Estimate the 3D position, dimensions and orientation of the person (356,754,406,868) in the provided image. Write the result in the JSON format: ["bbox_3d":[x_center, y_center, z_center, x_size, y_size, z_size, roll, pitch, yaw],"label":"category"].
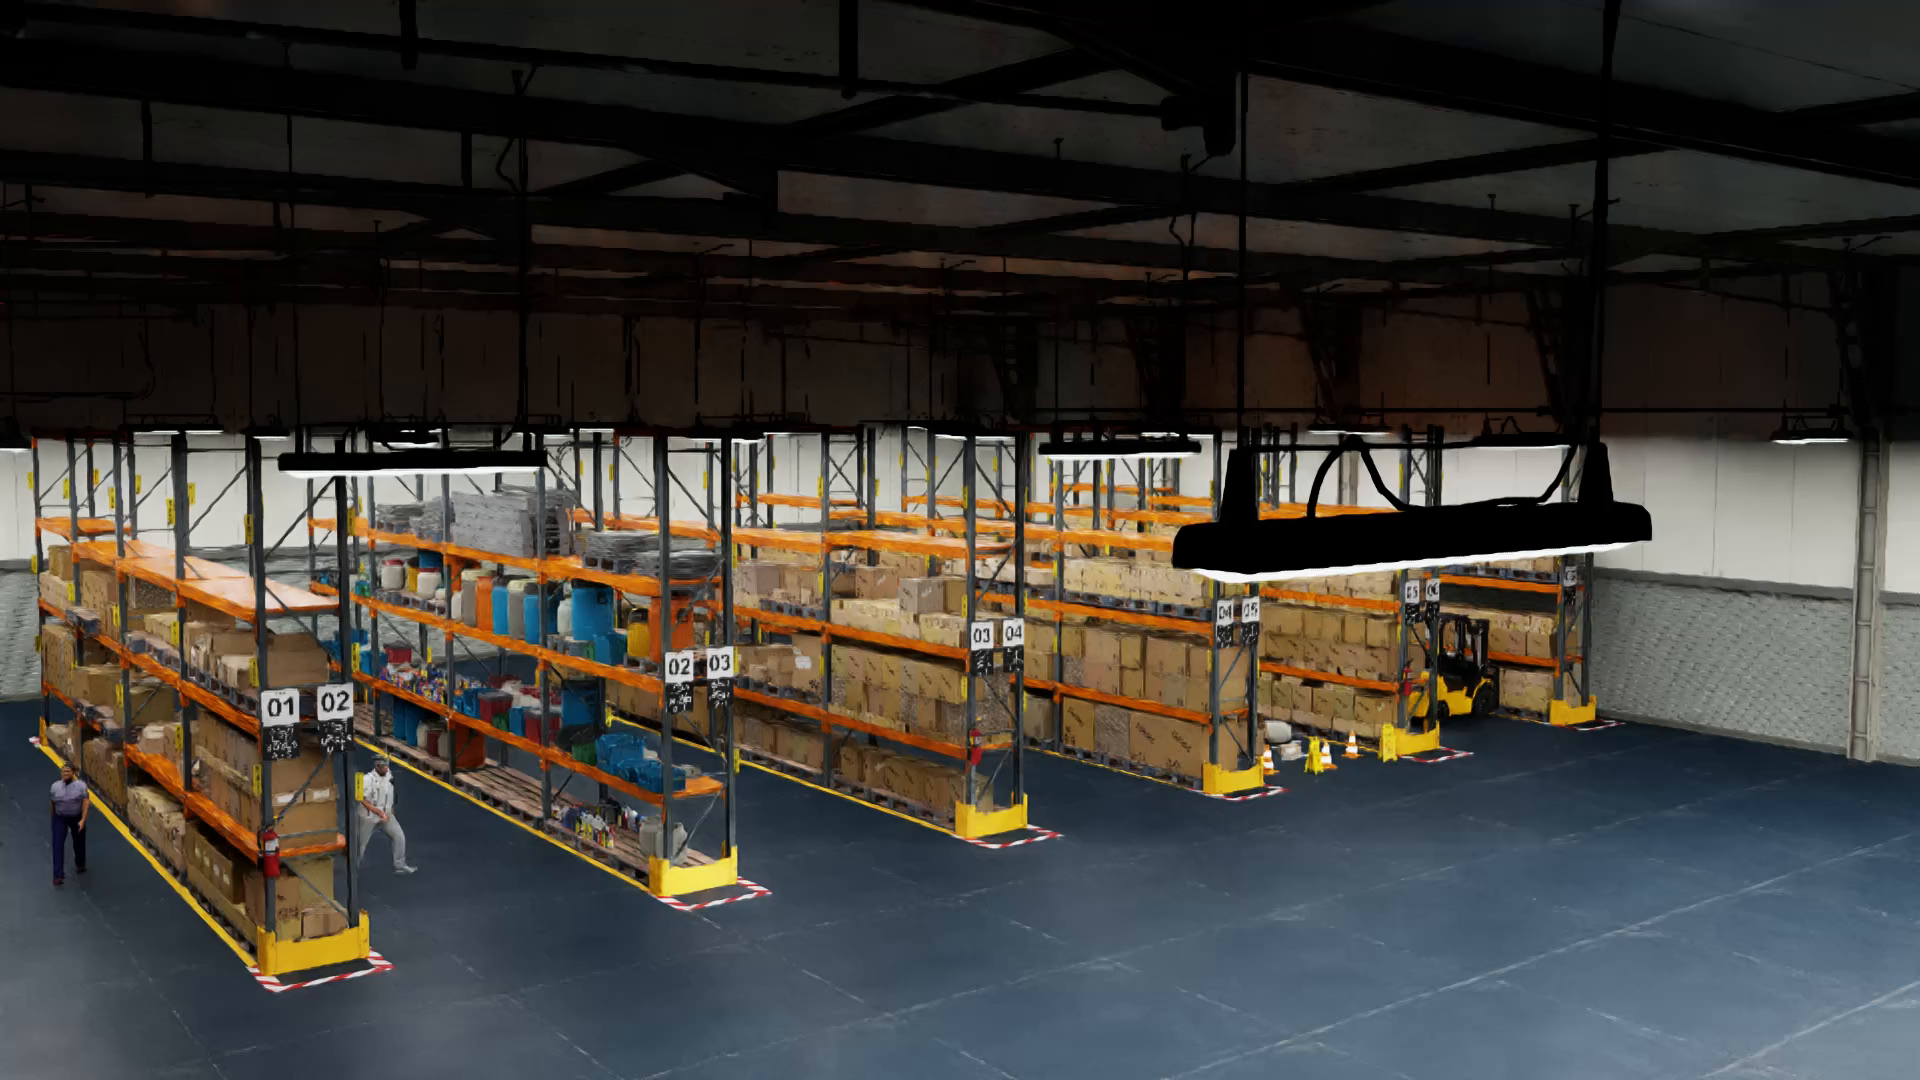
[{"bbox_3d":[-7.895,3.671,22.501,0.812,1.609,0.655,3,5,35],"label":"person"}]

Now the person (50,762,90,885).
[{"bbox_3d":[-11.968,3.768,22.369,0.479,1.577,0.993,-2,5,-27],"label":"person"}]

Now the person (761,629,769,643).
[{"bbox_3d":[-4.916,2.219,41.871,0.615,1.666,0.567,3,5,34],"label":"person"}]
